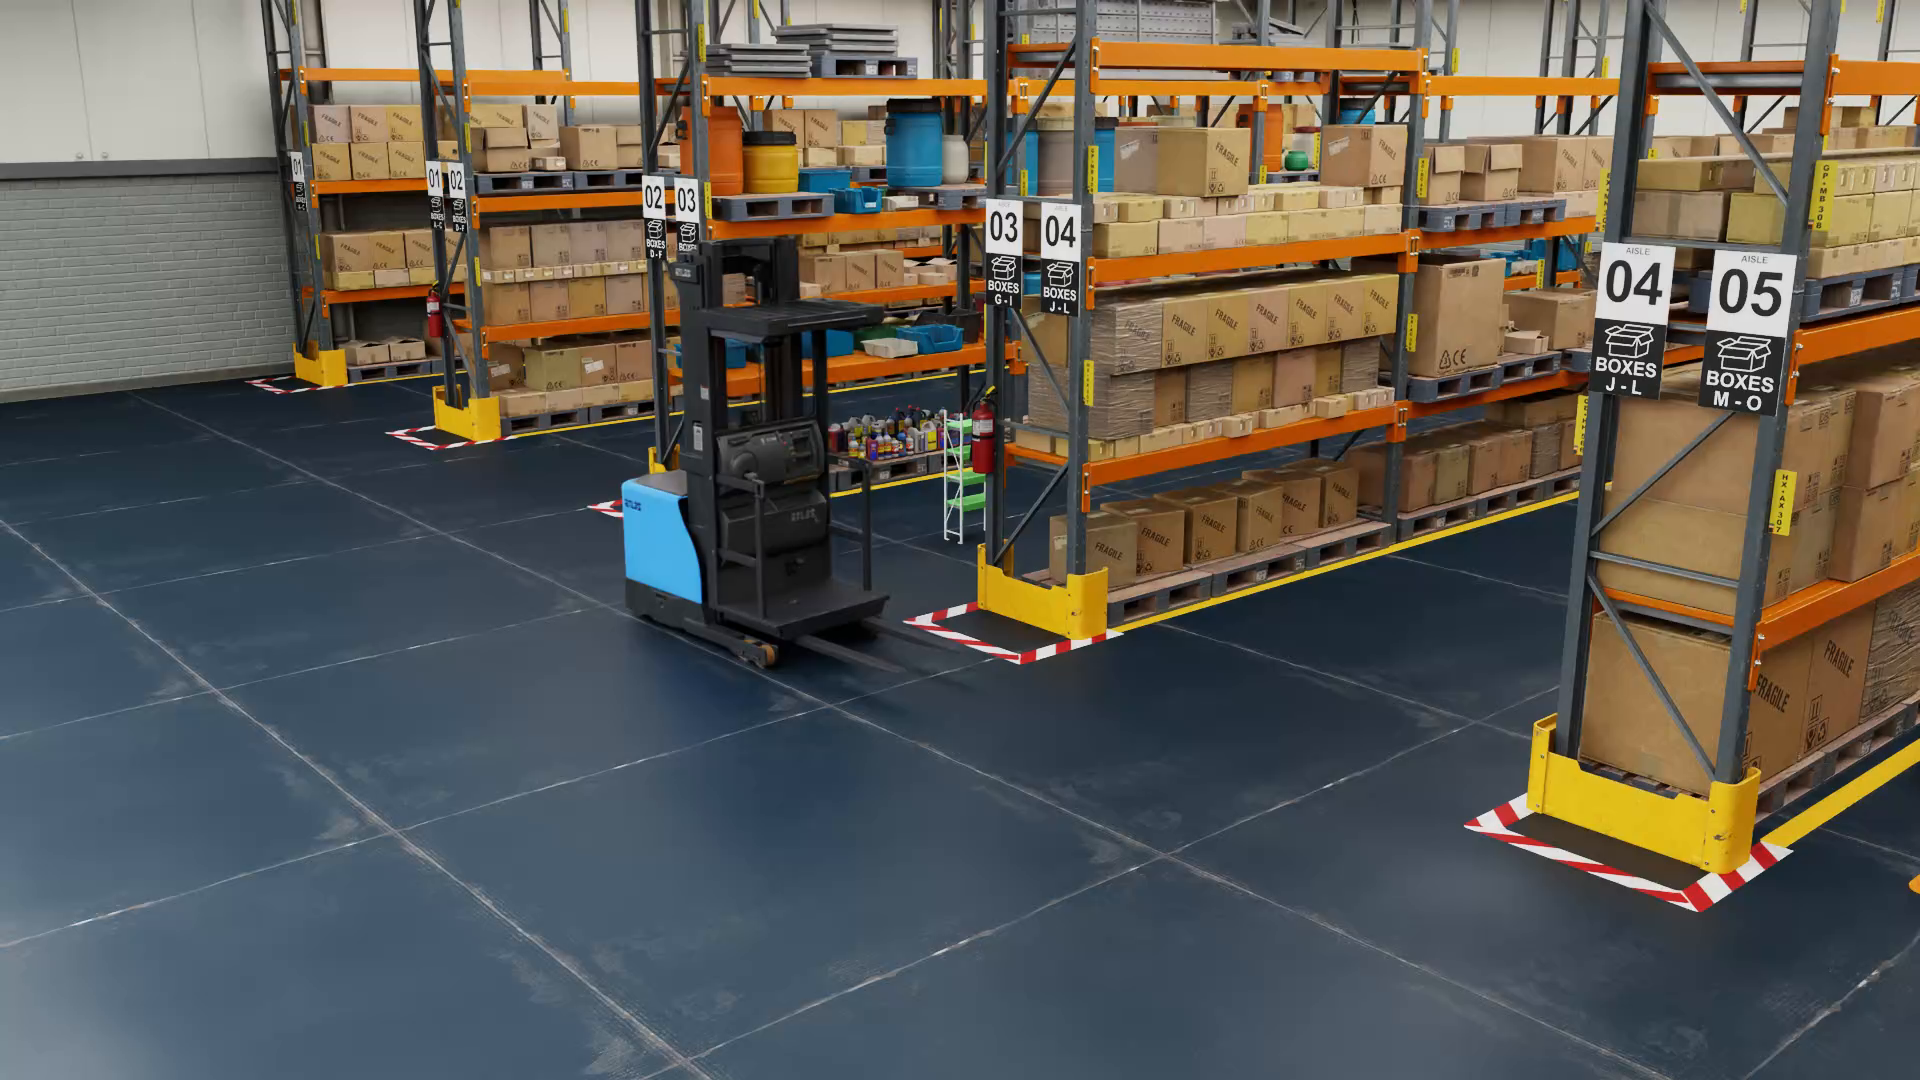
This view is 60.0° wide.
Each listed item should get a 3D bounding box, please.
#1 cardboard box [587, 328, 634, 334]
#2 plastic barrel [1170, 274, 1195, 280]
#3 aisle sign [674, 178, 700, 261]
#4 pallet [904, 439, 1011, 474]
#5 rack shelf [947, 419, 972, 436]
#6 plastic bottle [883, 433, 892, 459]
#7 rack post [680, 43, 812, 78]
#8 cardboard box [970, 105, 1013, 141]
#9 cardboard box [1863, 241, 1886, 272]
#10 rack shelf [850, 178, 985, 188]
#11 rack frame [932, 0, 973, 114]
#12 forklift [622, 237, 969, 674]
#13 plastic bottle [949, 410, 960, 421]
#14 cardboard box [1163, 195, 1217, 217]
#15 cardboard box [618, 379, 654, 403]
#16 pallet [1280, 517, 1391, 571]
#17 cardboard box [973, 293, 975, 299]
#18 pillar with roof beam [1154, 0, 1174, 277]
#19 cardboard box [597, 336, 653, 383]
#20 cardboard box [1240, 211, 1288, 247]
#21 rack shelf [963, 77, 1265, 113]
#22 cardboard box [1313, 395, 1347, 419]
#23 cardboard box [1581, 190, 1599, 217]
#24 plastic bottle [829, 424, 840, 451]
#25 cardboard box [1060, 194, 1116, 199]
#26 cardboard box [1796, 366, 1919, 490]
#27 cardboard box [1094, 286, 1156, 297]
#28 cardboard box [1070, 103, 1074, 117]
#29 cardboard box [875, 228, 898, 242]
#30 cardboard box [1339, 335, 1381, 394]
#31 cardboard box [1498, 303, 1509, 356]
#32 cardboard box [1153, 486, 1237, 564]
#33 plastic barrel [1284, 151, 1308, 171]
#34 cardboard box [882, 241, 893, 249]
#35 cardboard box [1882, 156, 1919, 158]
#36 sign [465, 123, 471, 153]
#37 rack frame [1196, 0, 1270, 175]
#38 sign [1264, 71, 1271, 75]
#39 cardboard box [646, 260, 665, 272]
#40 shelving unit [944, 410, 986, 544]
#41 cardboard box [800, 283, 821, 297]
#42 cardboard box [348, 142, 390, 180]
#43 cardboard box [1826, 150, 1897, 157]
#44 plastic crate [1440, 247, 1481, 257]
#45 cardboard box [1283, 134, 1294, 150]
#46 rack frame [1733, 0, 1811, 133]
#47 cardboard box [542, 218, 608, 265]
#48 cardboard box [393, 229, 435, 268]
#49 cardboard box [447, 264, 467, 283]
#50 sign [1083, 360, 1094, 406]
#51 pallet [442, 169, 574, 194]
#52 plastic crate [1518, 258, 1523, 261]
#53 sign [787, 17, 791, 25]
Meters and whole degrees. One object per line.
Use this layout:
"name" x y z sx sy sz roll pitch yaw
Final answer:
"cardboard box" -5.623 -3.526 26.628 0.500 0.500 0.700 -12 19 -38
"plastic barrel" 2.718 -2.980 20.377 0.421 0.512 0.421 0 15 0
"aisle sign" -2.544 -2.973 15.532 0.004 0.787 0.394 -13 19 -39
"pallet" -0.198 -1.011 18.627 1.213 0.211 1.003 -13 19 -39
"rack shelf" 0.125 -1.010 15.093 0.480 0.148 0.258 -13 19 -39
"plastic bottle" -0.775 -1.003 17.625 0.097 0.271 0.097 0 15 0
"rack post" -2.028 -4.547 15.803 0.954 0.300 0.937 -10 18 -33
"cardboard box" 0.438 -6.160 24.555 0.500 0.500 0.500 -13 19 -39
"cardboard box" 4.600 -1.500 8.720 0.250 0.149 0.380 -13 19 -39
"rack shelf" -1.404 -4.870 23.250 4.000 0.370 1.077 -13 19 -39
"rack frame" -0.132 -8.647 30.183 0.127 3.000 1.000 -13 19 -39
"forklift" -1.232 -0.654 12.017 1.130 2.935 3.031 -14 21 -43
"plastic bottle" -0.055 -1.260 18.435 0.185 0.351 0.144 -13 19 -39
"cardboard box" 1.736 -2.558 12.719 0.250 0.149 0.380 -13 20 -40
"cardboard box" -4.247 -1.927 21.167 0.500 0.250 0.500 -13 19 -39
"pallet" 3.104 -0.032 14.961 1.213 0.211 1.003 -13 19 -39
"cardboard box" 0.499 -4.850 31.625 0.500 0.500 0.700 -12 19 -39
"pillar with roof beam" 7.180 -9.112 31.925 0.400 9.000 9.100 -13 19 -39
"cardboard box" -4.246 -2.289 21.070 0.500 0.500 0.500 -13 19 -39
"cardboard box" 2.253 -2.491 13.243 0.500 0.250 0.500 -12 19 -38
"rack shelf" 1.845 -5.161 19.302 4.000 0.370 1.077 -13 19 -39
"cardboard box" 3.080 -1.150 14.229 0.250 0.149 0.380 -13 19 -39
"cardboard box" 6.042 -3.339 16.417 0.500 0.250 0.500 -13 20 -40
"plastic bottle" -1.376 -1.117 18.045 0.135 0.276 0.152 -12 19 -39
"cardboard box" 0.982 -2.589 12.834 0.250 0.149 0.380 -14 20 -42
"cardboard box" 4.921 -0.669 9.558 0.550 0.550 0.875 -13 19 -39
"cardboard box" 1.196 -1.725 13.186 0.500 0.500 0.500 -13 19 -39
"cardboard box" 2.127 -8.156 31.990 0.500 0.500 0.500 -12 19 -38
"cardboard box" -1.452 -5.565 29.463 0.500 0.500 0.500 -12 19 -38
"cardboard box" 3.207 -1.628 14.762 0.500 0.500 0.875 -13 19 -39
"cardboard box" 4.834 -2.064 16.152 0.637 0.503 0.797 -10 18 -34
"cardboard box" 1.965 -0.130 13.956 0.500 0.500 0.500 -10 18 -34
"plastic barrel" 4.304 -4.854 21.283 0.294 0.245 0.294 0 15 0
"cardboard box" -1.397 -5.275 29.632 0.250 0.149 0.380 -12 19 -38
"cardboard box" 5.363 -2.057 9.260 0.250 0.149 0.380 -12 19 -39
"sign" -5.571 -4.552 18.820 0.005 0.325 0.100 -13 19 -39
"rack frame" 3.353 -6.040 20.426 0.127 3.000 1.000 -13 19 -39
"sign" 3.720 -5.778 20.071 0.005 0.325 0.100 -13 19 -39
"cardboard box" -3.936 -3.488 21.046 0.250 0.149 0.380 -12 19 -38
"shelving unit" 0.125 -0.608 15.200 0.503 1.200 0.258 -13 19 -39
"cardboard box" -2.110 -3.418 22.721 0.250 0.149 0.380 -13 19 -39
"cardboard box" -8.340 -5.315 23.289 0.500 0.500 0.500 -11 19 -36
"cardboard box" 5.501 -2.313 10.218 0.250 0.149 0.380 -12 19 -39
"plastic crate" 7.209 -3.982 24.104 0.583 0.464 0.402 -13 19 -39
"cardboard box" 5.543 -6.859 28.625 0.500 0.250 0.500 -13 19 -39
"rack frame" 9.622 -5.754 19.353 0.127 3.000 1.000 -13 19 -39
"cardboard box" -4.757 -3.688 20.537 0.500 0.500 0.700 -13 19 -39
"cardboard box" -7.854 -4.205 23.980 0.500 0.500 0.500 -13 20 -41
"cardboard box" -7.455 -3.934 24.419 0.500 0.250 0.500 -12 19 -39
"sign" 0.926 -1.135 12.009 0.005 0.325 0.100 -13 19 -39
"pallet" -5.380 -4.273 19.793 1.213 0.211 1.003 -13 19 -39
"plastic crate" 8.690 -4.383 26.240 0.298 0.136 0.250 -13 19 -39
"sign" -2.786 -8.355 27.126 0.005 0.325 0.100 -13 19 -39
